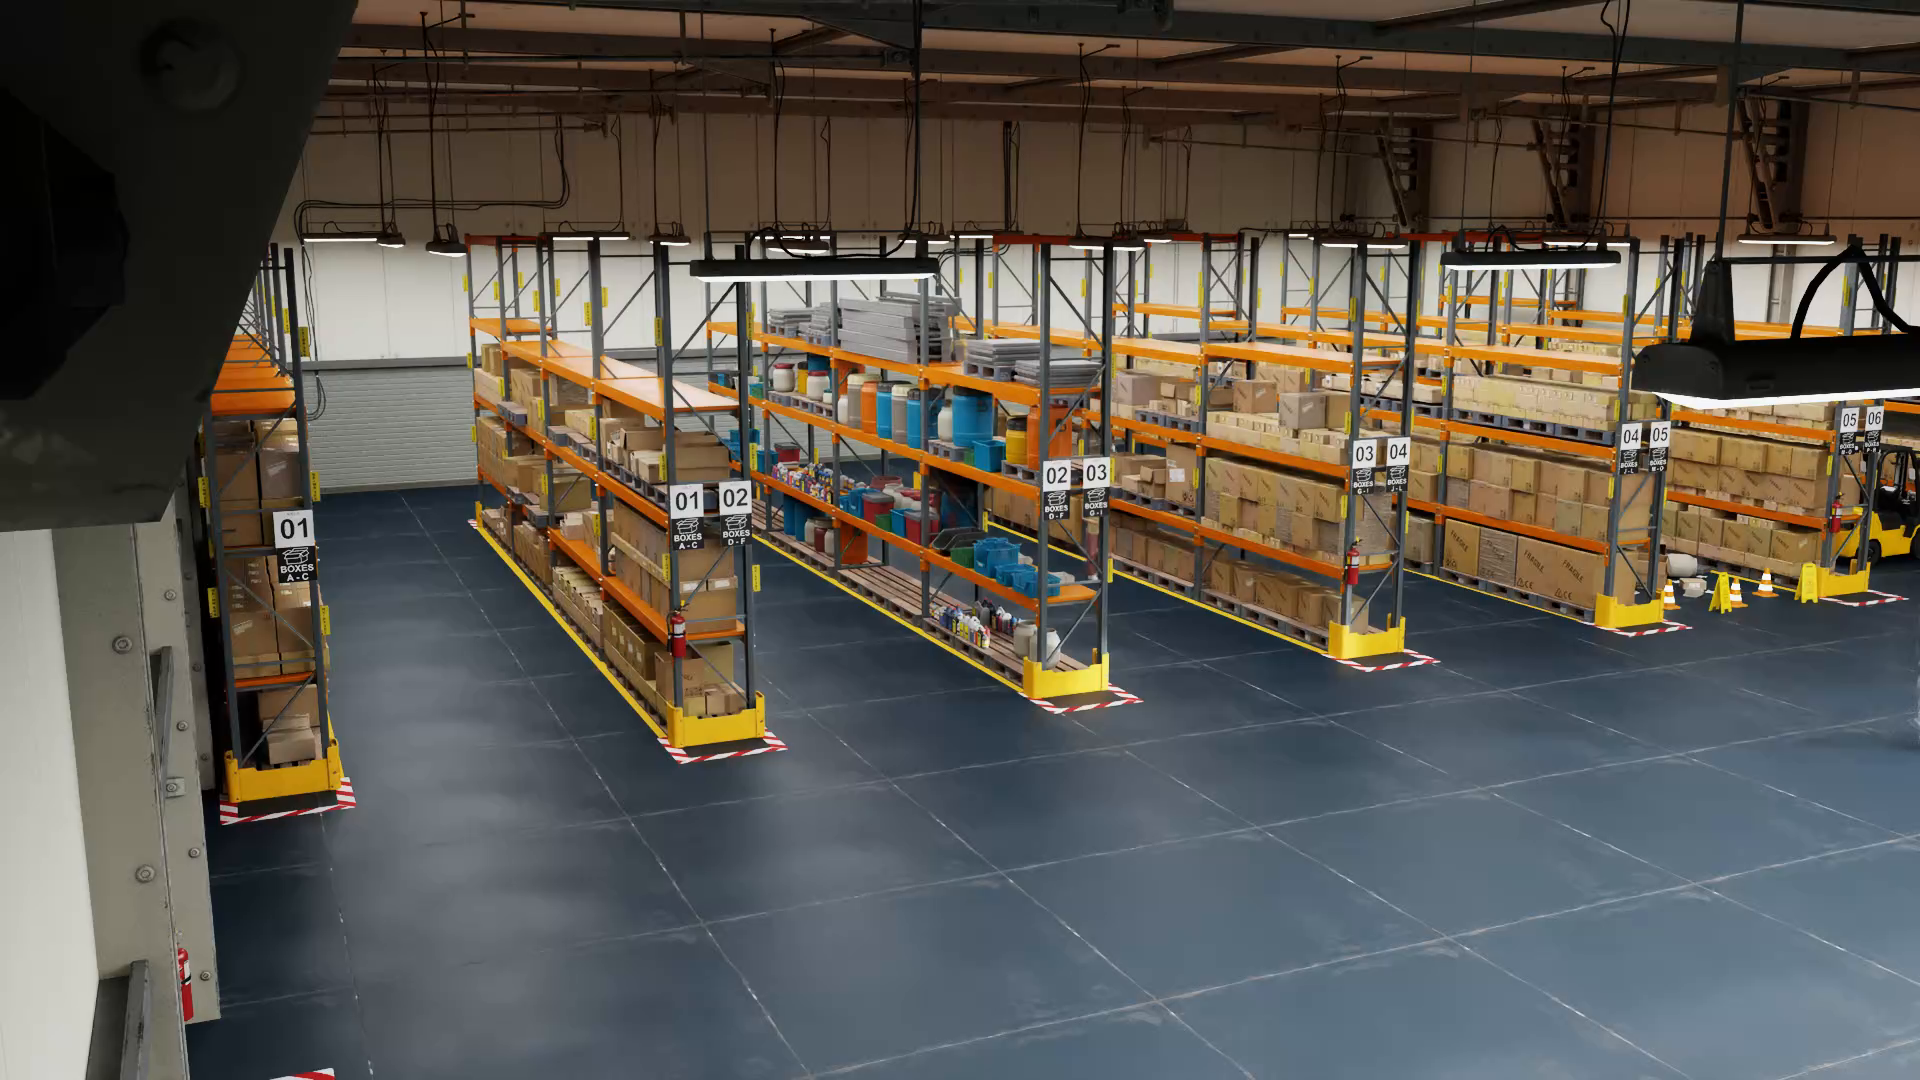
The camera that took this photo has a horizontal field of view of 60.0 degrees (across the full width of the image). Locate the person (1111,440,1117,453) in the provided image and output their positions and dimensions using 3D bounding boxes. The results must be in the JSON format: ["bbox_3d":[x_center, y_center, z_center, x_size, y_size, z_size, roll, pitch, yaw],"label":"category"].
[{"bbox_3d":[3.293,-1.804,38.028,0.624,1.703,0.918,-4,12,-19],"label":"person"}]

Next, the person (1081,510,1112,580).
[{"bbox_3d":[2.297,-0.098,27.833,0.576,1.687,0.583,-5,12,-26],"label":"person"}]
